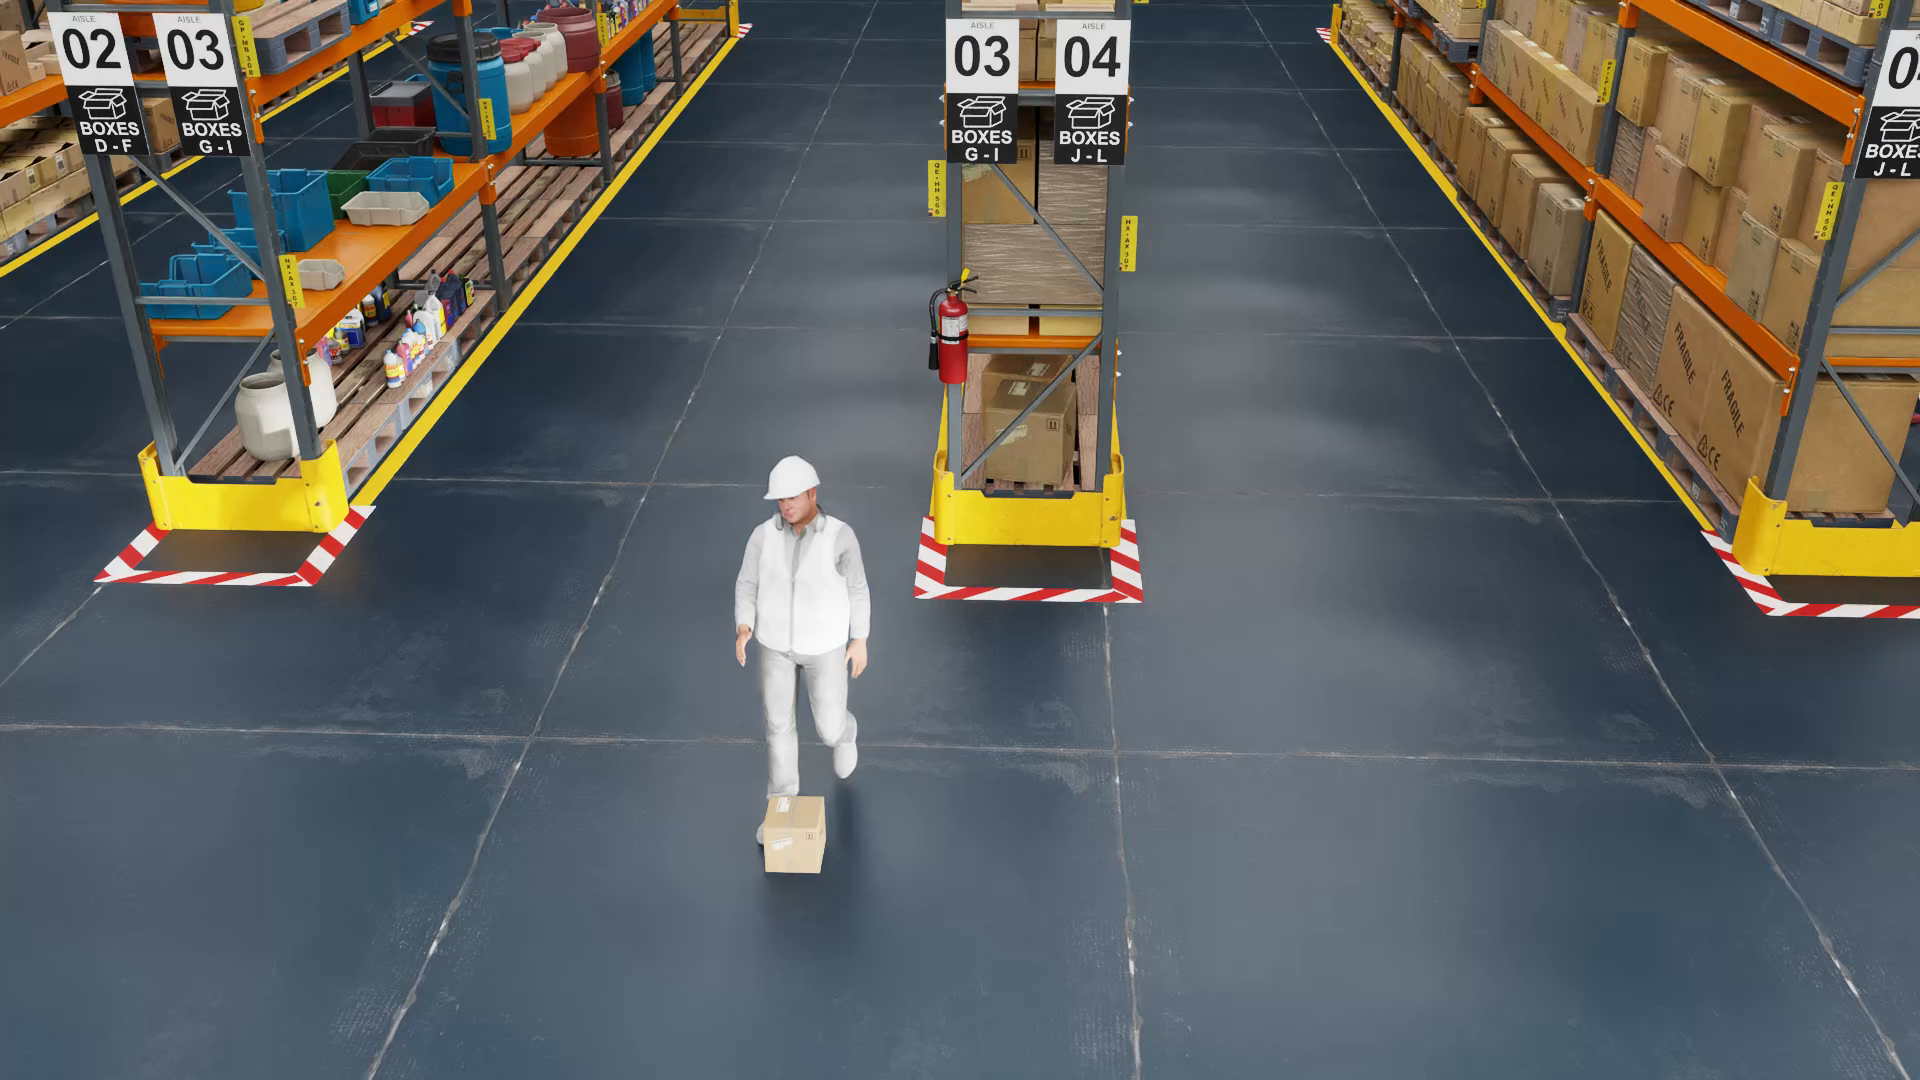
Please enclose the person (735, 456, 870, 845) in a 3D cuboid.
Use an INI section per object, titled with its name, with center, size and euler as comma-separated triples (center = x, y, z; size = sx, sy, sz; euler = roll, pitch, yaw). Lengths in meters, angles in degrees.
[person]
center = -0.752, 0.502, 7.667
size = 0.611, 1.716, 0.808
euler = 5, 28, 10
